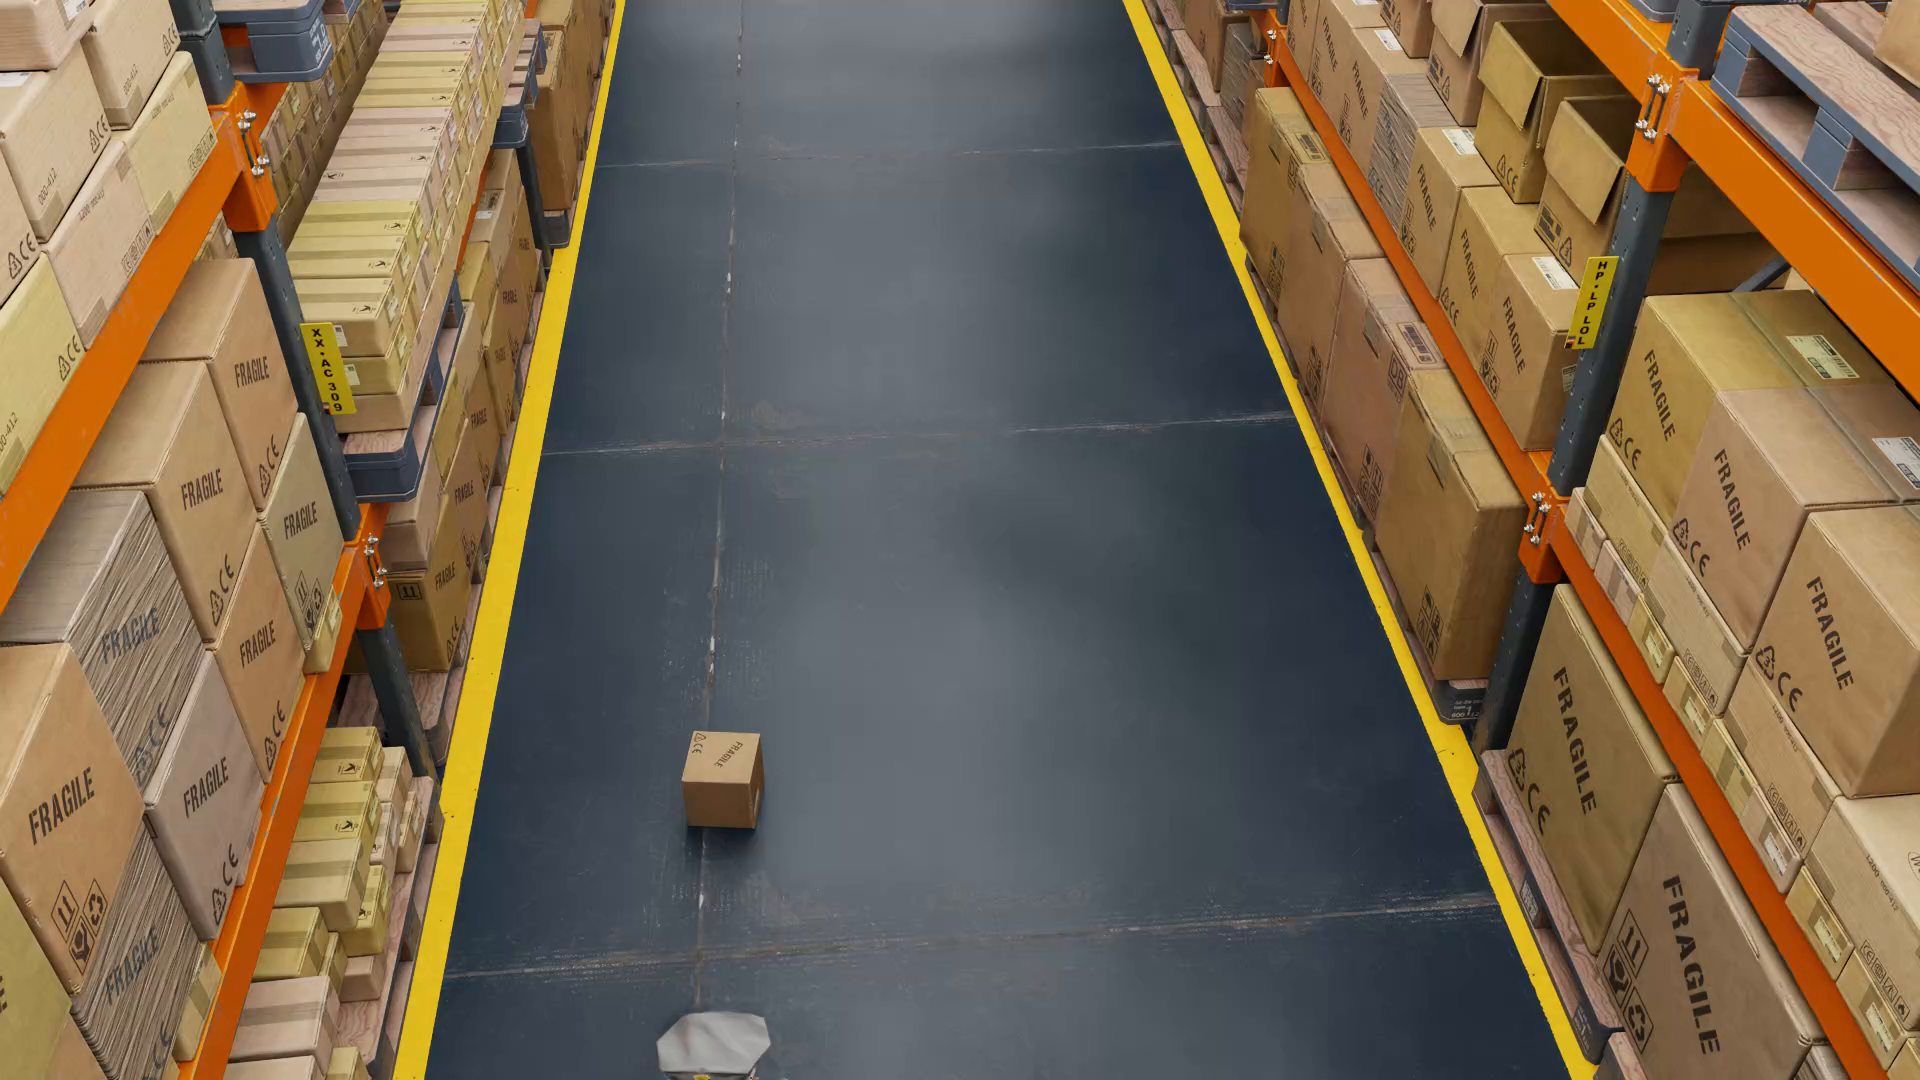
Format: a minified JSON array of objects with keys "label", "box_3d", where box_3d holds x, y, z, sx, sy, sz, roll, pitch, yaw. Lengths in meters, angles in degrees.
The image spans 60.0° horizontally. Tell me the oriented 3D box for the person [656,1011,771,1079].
[{"label":"person","box_3d":[-0.506,1.756,3.968,0.504,1.631,0.982,0,39,0]}]
